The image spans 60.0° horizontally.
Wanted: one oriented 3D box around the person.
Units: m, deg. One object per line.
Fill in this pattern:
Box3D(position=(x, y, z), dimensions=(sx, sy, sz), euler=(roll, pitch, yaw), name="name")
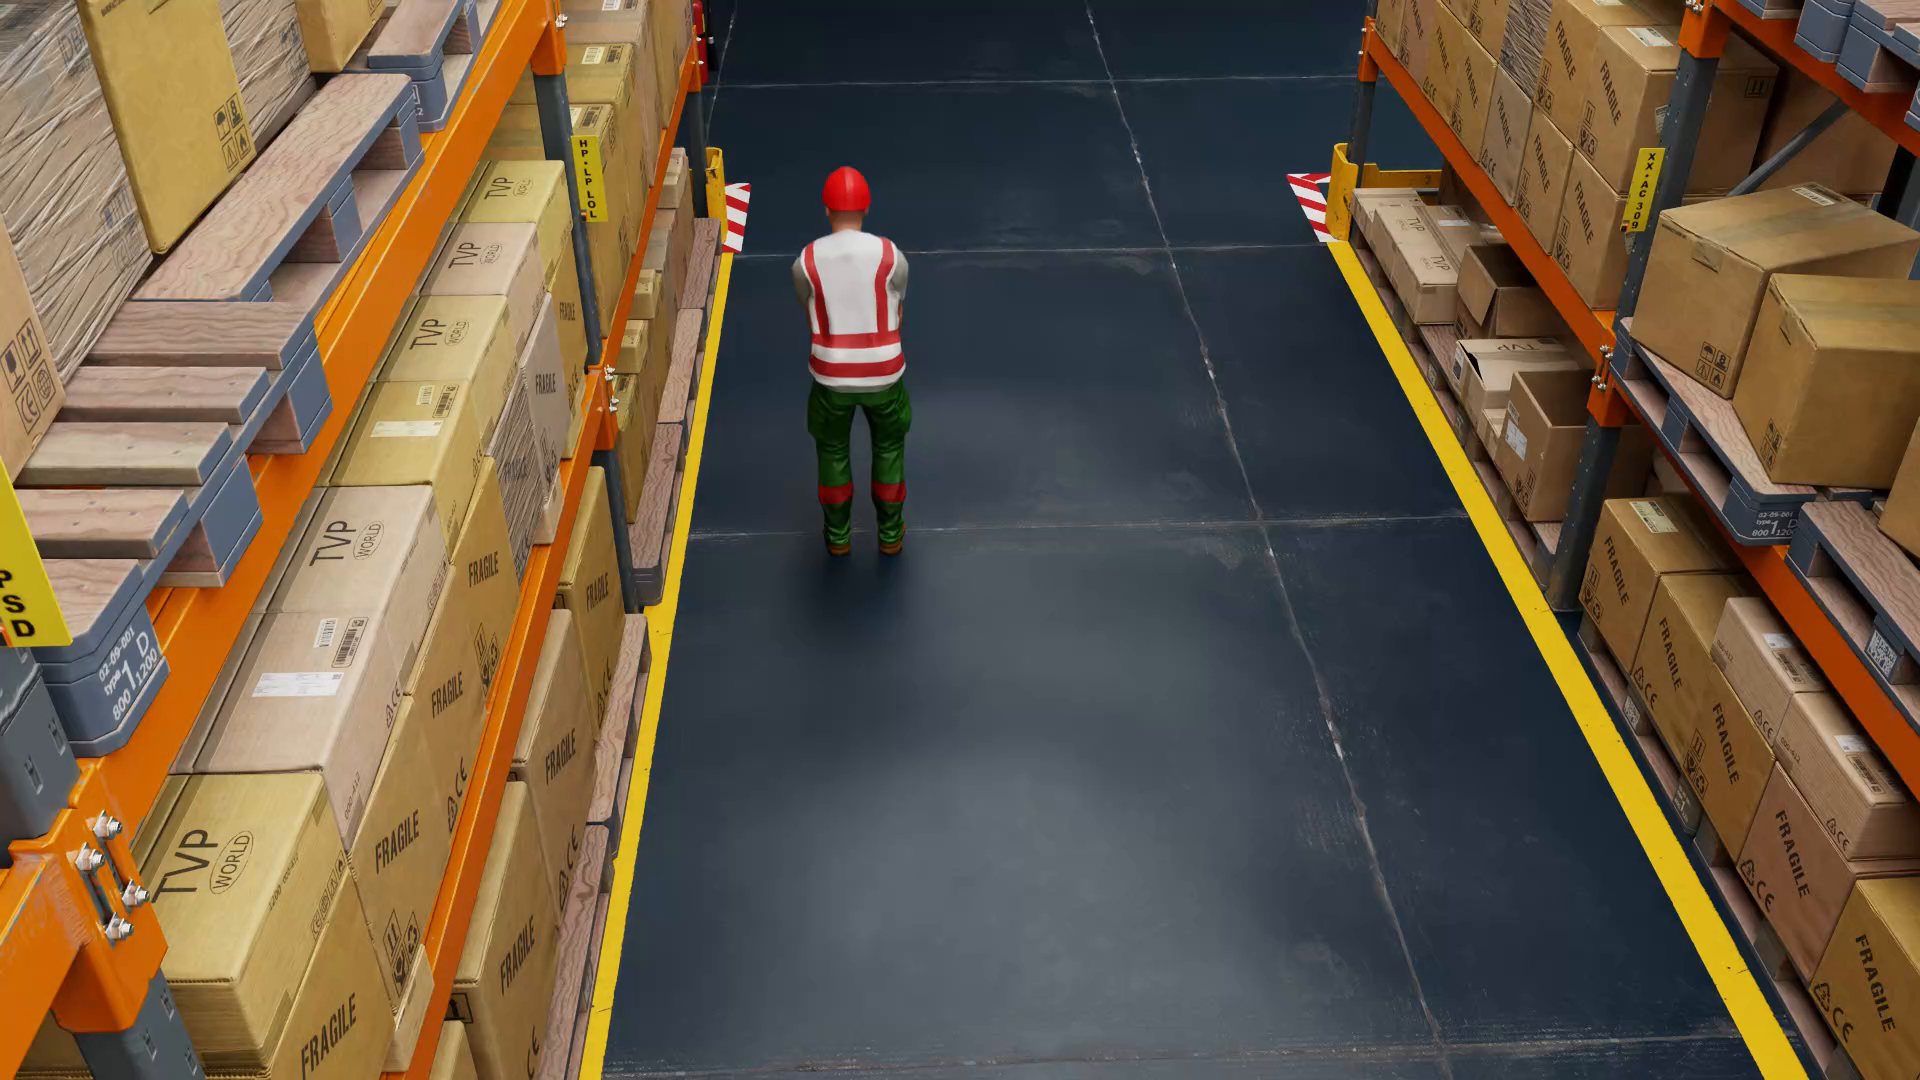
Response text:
Box3D(position=(-0.461, -0.769, 7.249), dimensions=(0.491, 1.760, 0.583), euler=(-2, 35, -3), name="person")
